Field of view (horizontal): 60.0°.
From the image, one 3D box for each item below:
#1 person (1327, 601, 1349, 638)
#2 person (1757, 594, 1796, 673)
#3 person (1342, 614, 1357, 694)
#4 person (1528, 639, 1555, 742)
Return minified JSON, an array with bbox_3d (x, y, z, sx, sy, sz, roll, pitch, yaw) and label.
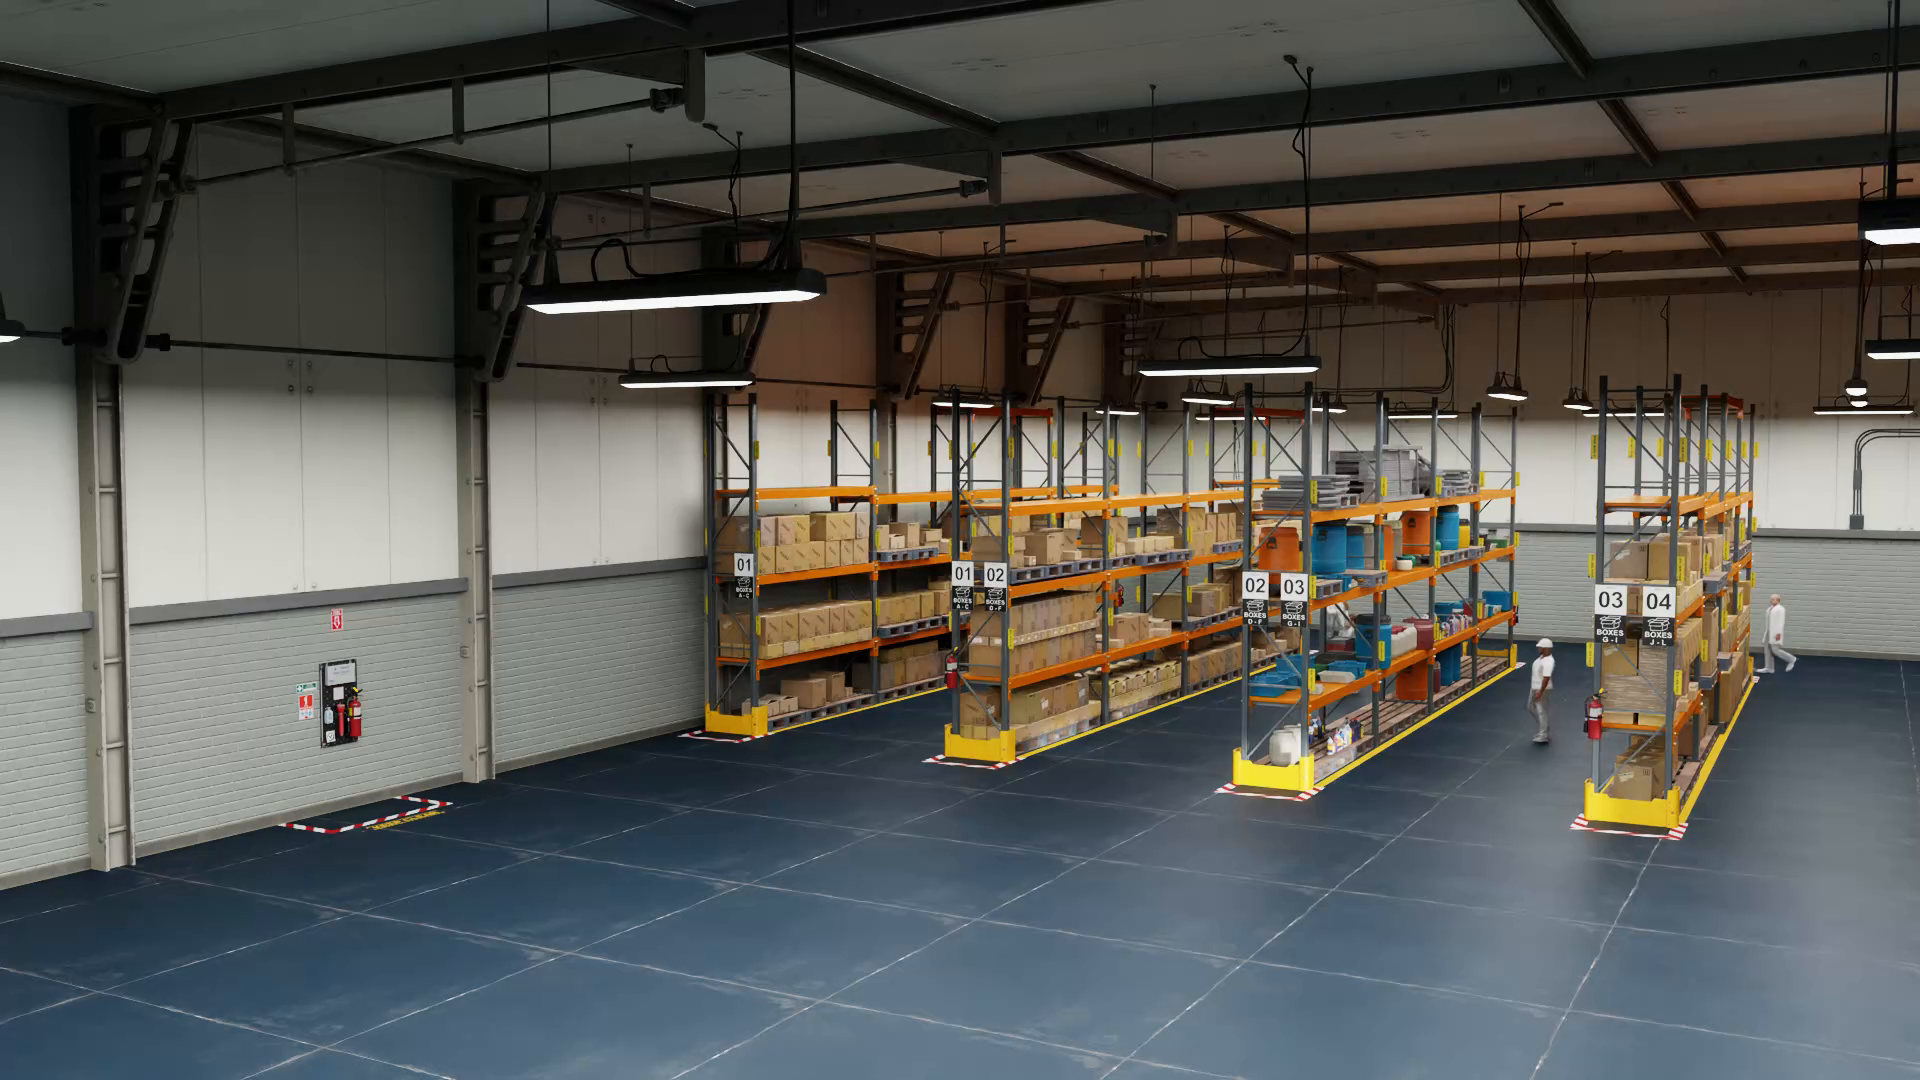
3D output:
[{"bbox_3d":[9.499,1.829,41.962,0.699,1.731,0.966,0,3,1],"label":"person"},{"bbox_3d":[18.280,2.149,37.181,0.754,1.678,0.588,0,3,-3],"label":"person"},{"bbox_3d":[7.900,2.336,33.977,0.468,1.671,0.508,2,4,39],"label":"person"},{"bbox_3d":[9.997,2.579,28.614,0.439,1.781,0.675,0,3,1],"label":"person"}]
